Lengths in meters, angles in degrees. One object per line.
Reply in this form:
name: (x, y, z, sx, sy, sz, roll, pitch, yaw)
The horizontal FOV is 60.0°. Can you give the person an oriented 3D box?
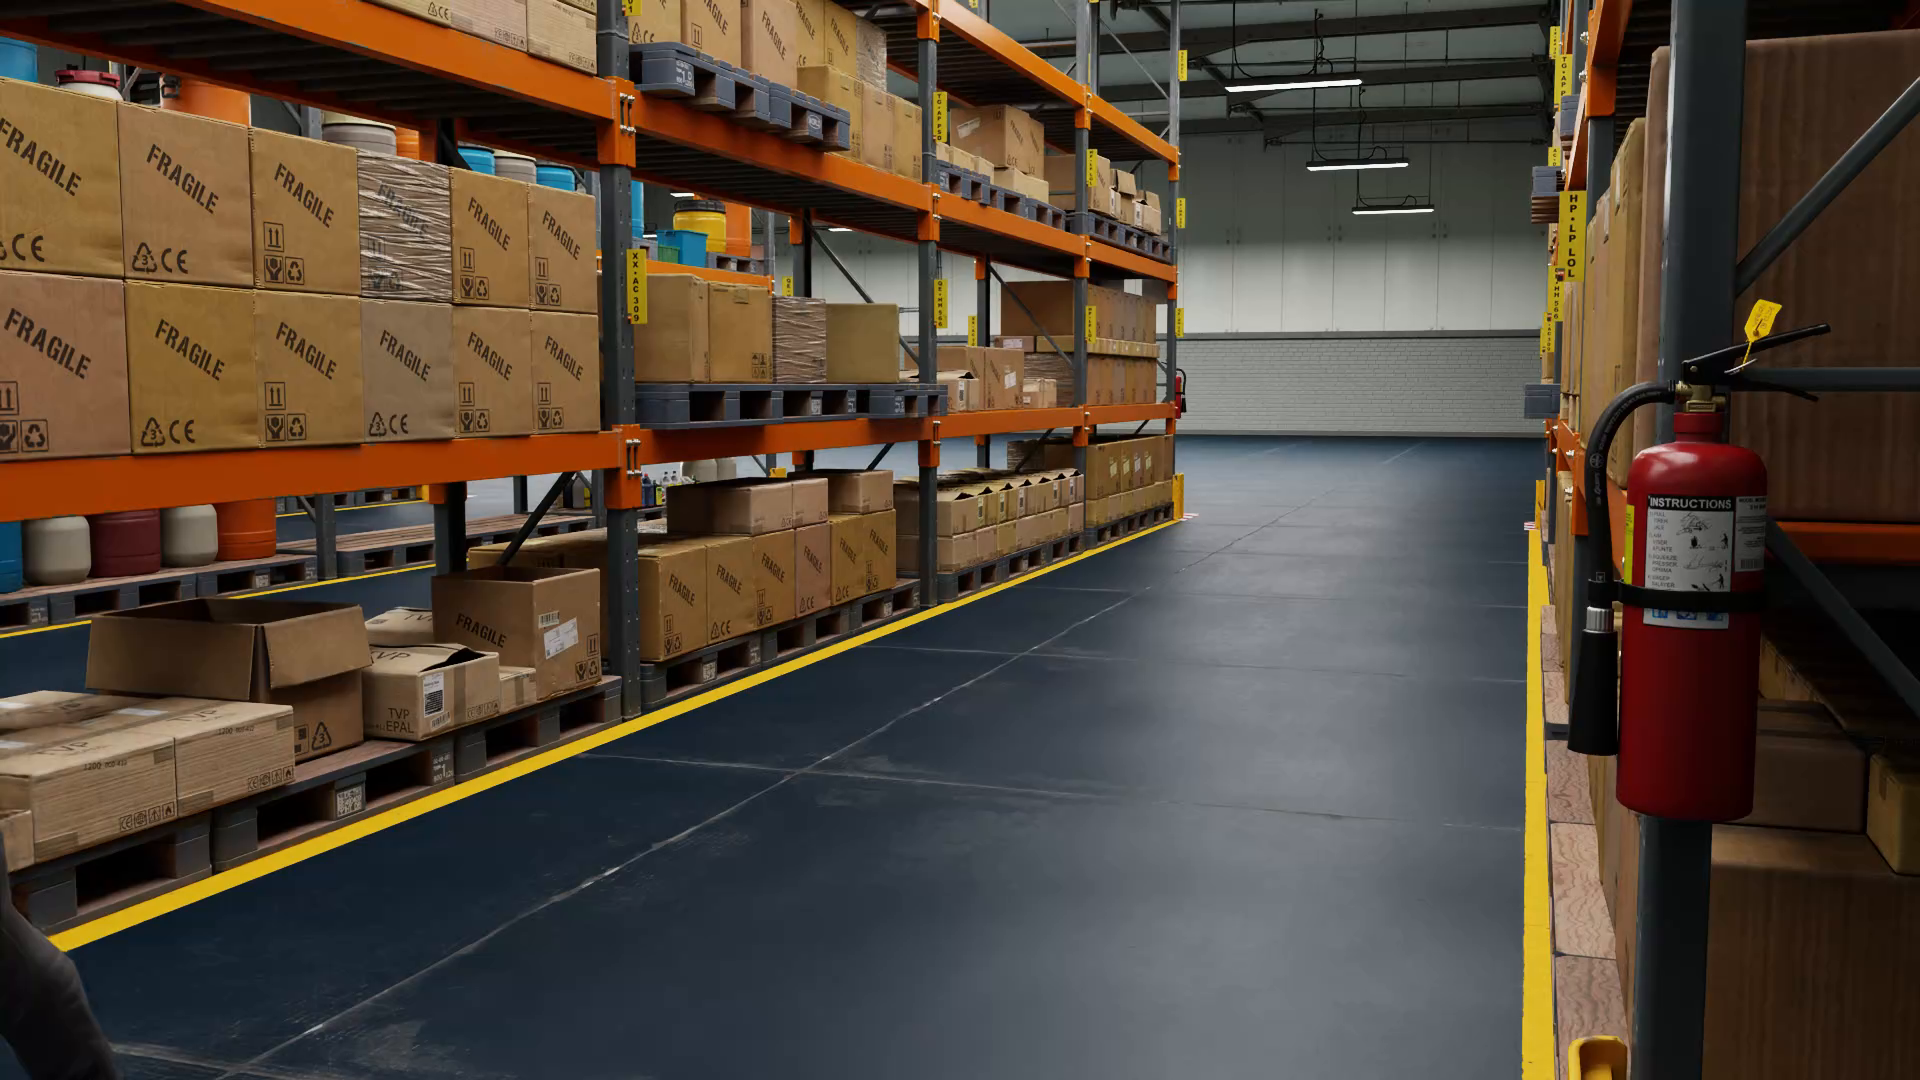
person: (-1.943, 0.367, 2.925, 0.501, 1.546, 0.808, 4, 6, 34)
